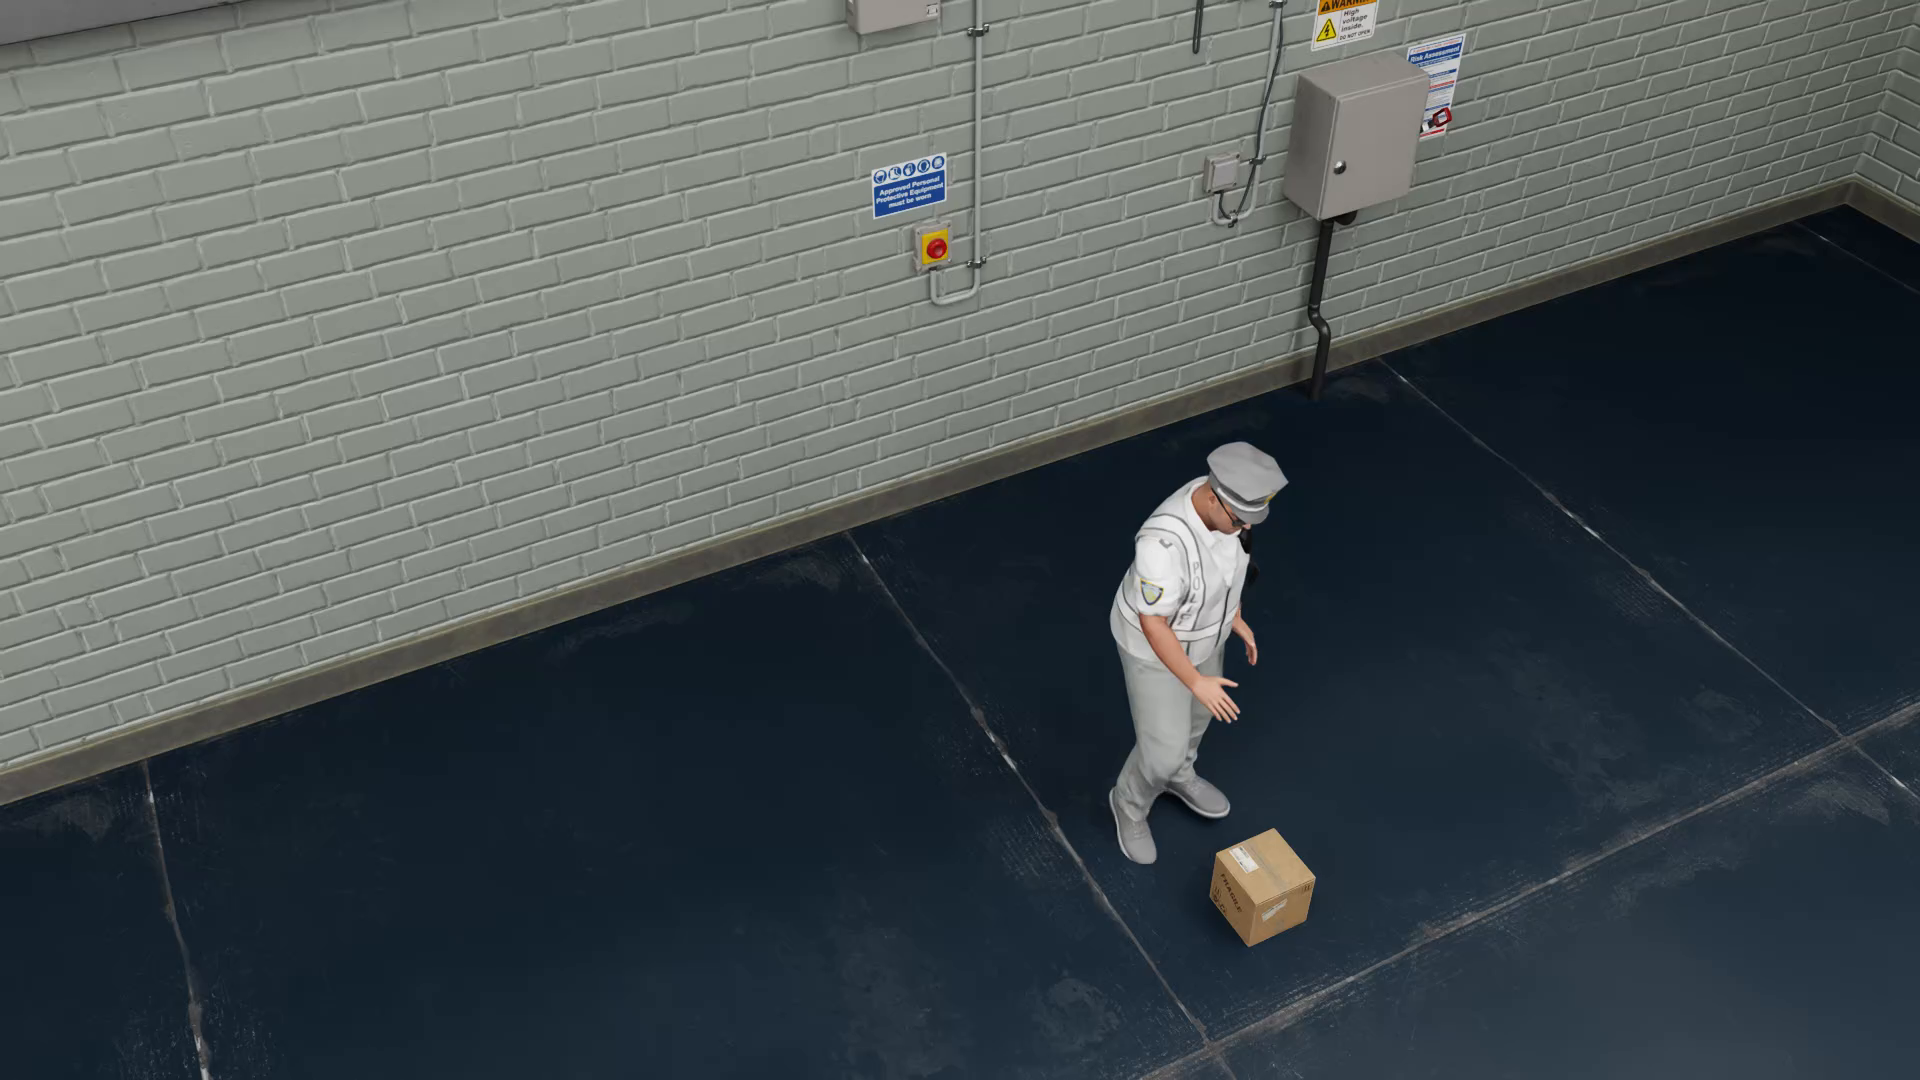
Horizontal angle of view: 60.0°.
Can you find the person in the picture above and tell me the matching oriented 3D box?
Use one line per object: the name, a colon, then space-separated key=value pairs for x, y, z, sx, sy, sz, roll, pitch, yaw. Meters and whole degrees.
person: x=0.804 y=0.399 z=5.725 sx=0.597 sy=1.794 sz=0.551 roll=32 pitch=50 yaw=31
